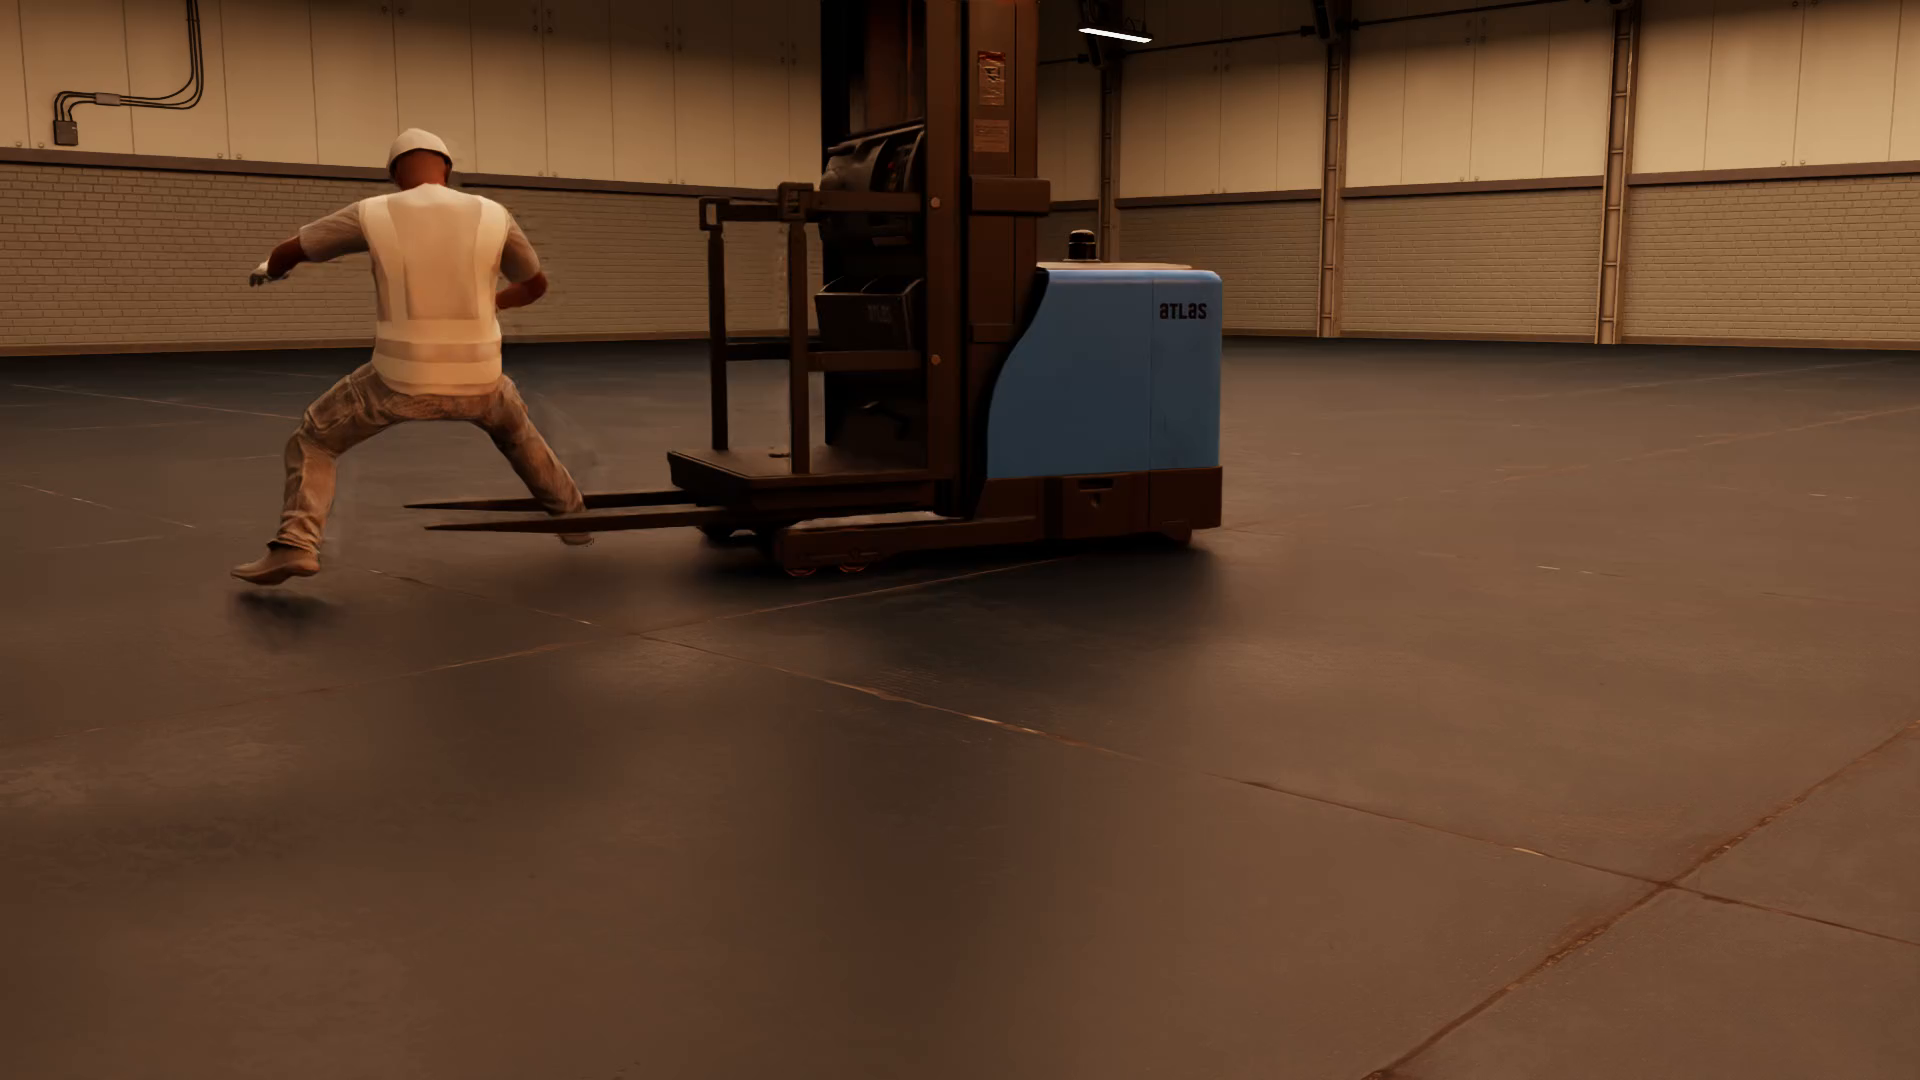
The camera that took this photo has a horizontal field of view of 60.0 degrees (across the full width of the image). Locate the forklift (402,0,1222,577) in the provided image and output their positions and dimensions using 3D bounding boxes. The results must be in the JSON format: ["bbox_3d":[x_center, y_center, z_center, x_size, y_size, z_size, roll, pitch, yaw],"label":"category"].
[{"bbox_3d":[-0.524,-1.407,6.221,3.031,2.935,1.130,-4,9,-24],"label":"forklift"}]

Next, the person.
[{"bbox_3d":[-1.915,-0.663,5.833,1.308,1.519,0.771,-5,10,-28],"label":"person"}]
